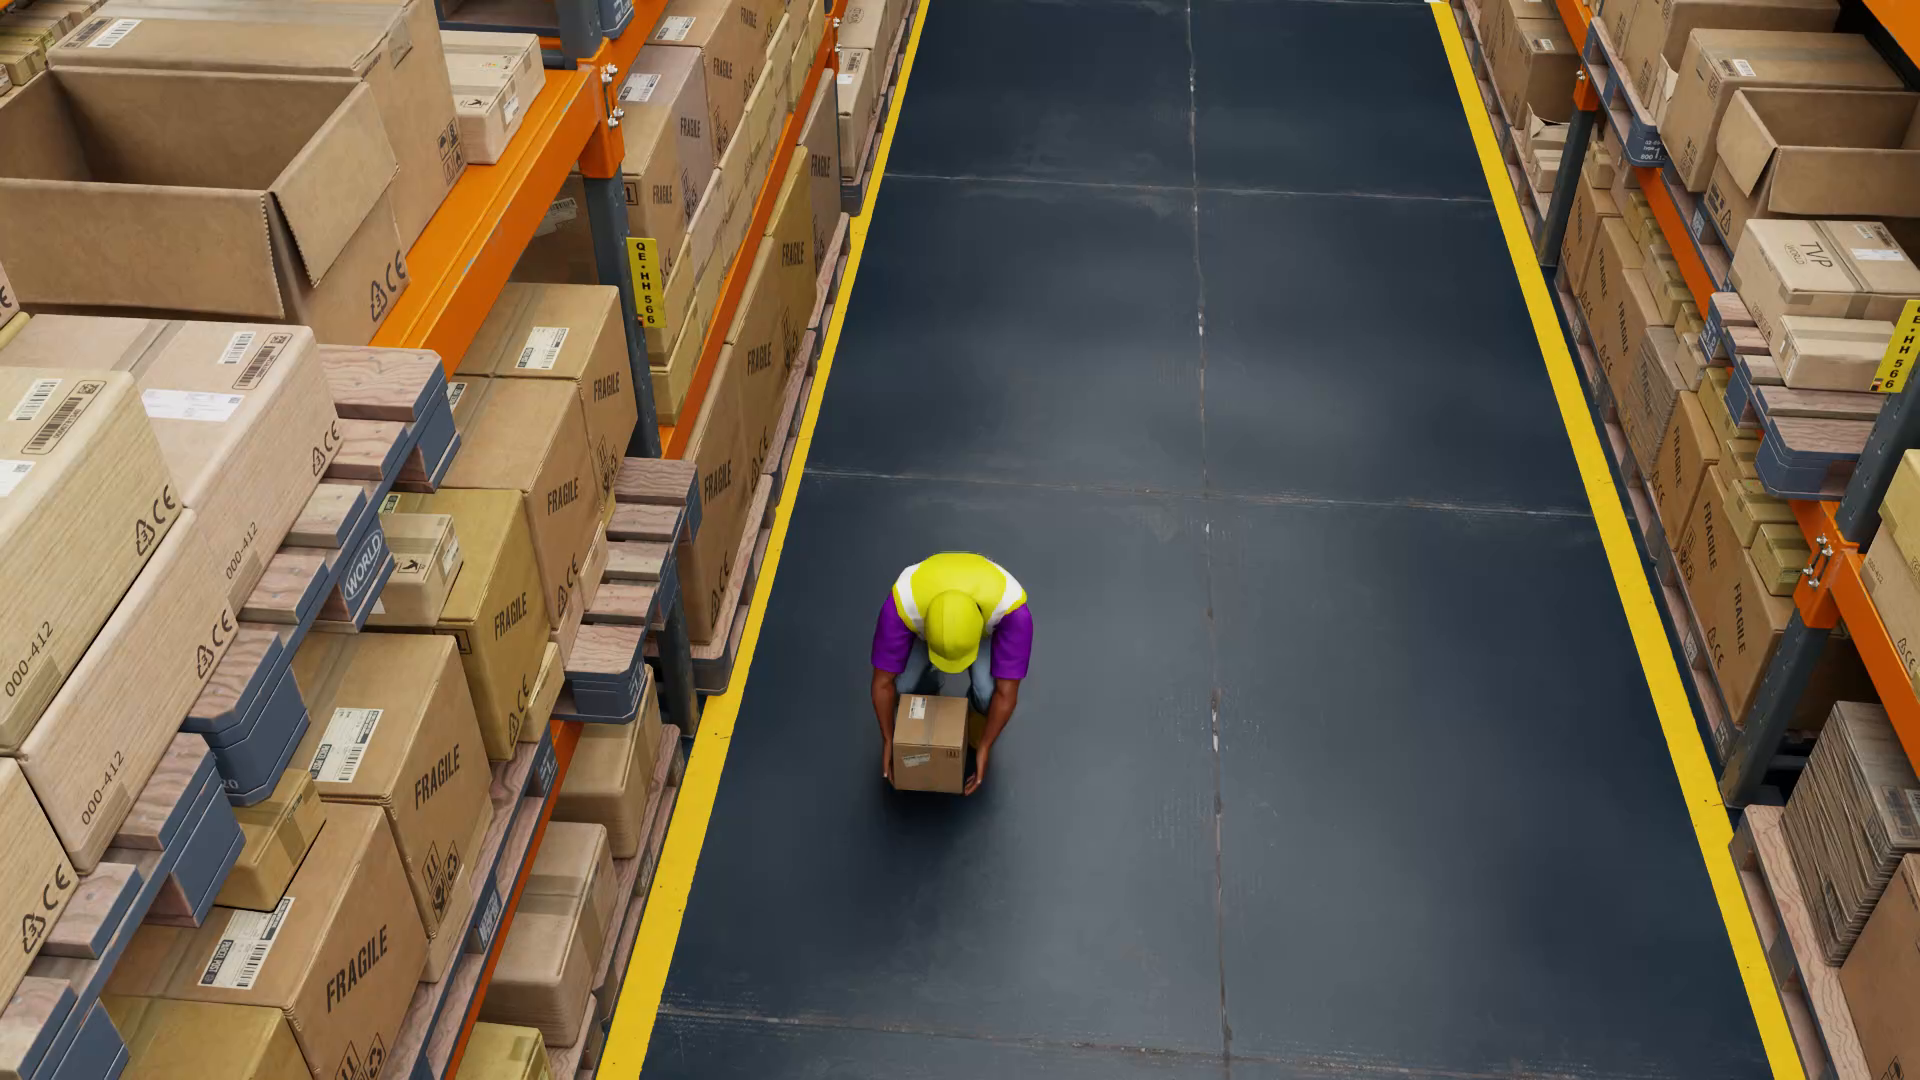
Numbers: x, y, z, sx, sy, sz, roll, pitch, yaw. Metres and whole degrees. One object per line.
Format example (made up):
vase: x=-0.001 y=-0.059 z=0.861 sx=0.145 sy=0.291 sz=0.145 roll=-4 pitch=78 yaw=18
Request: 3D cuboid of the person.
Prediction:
person: x=-0.011 y=0.407 z=6.256 sx=0.583 sy=0.998 sz=0.909 roll=7 pitch=40 yaw=8
